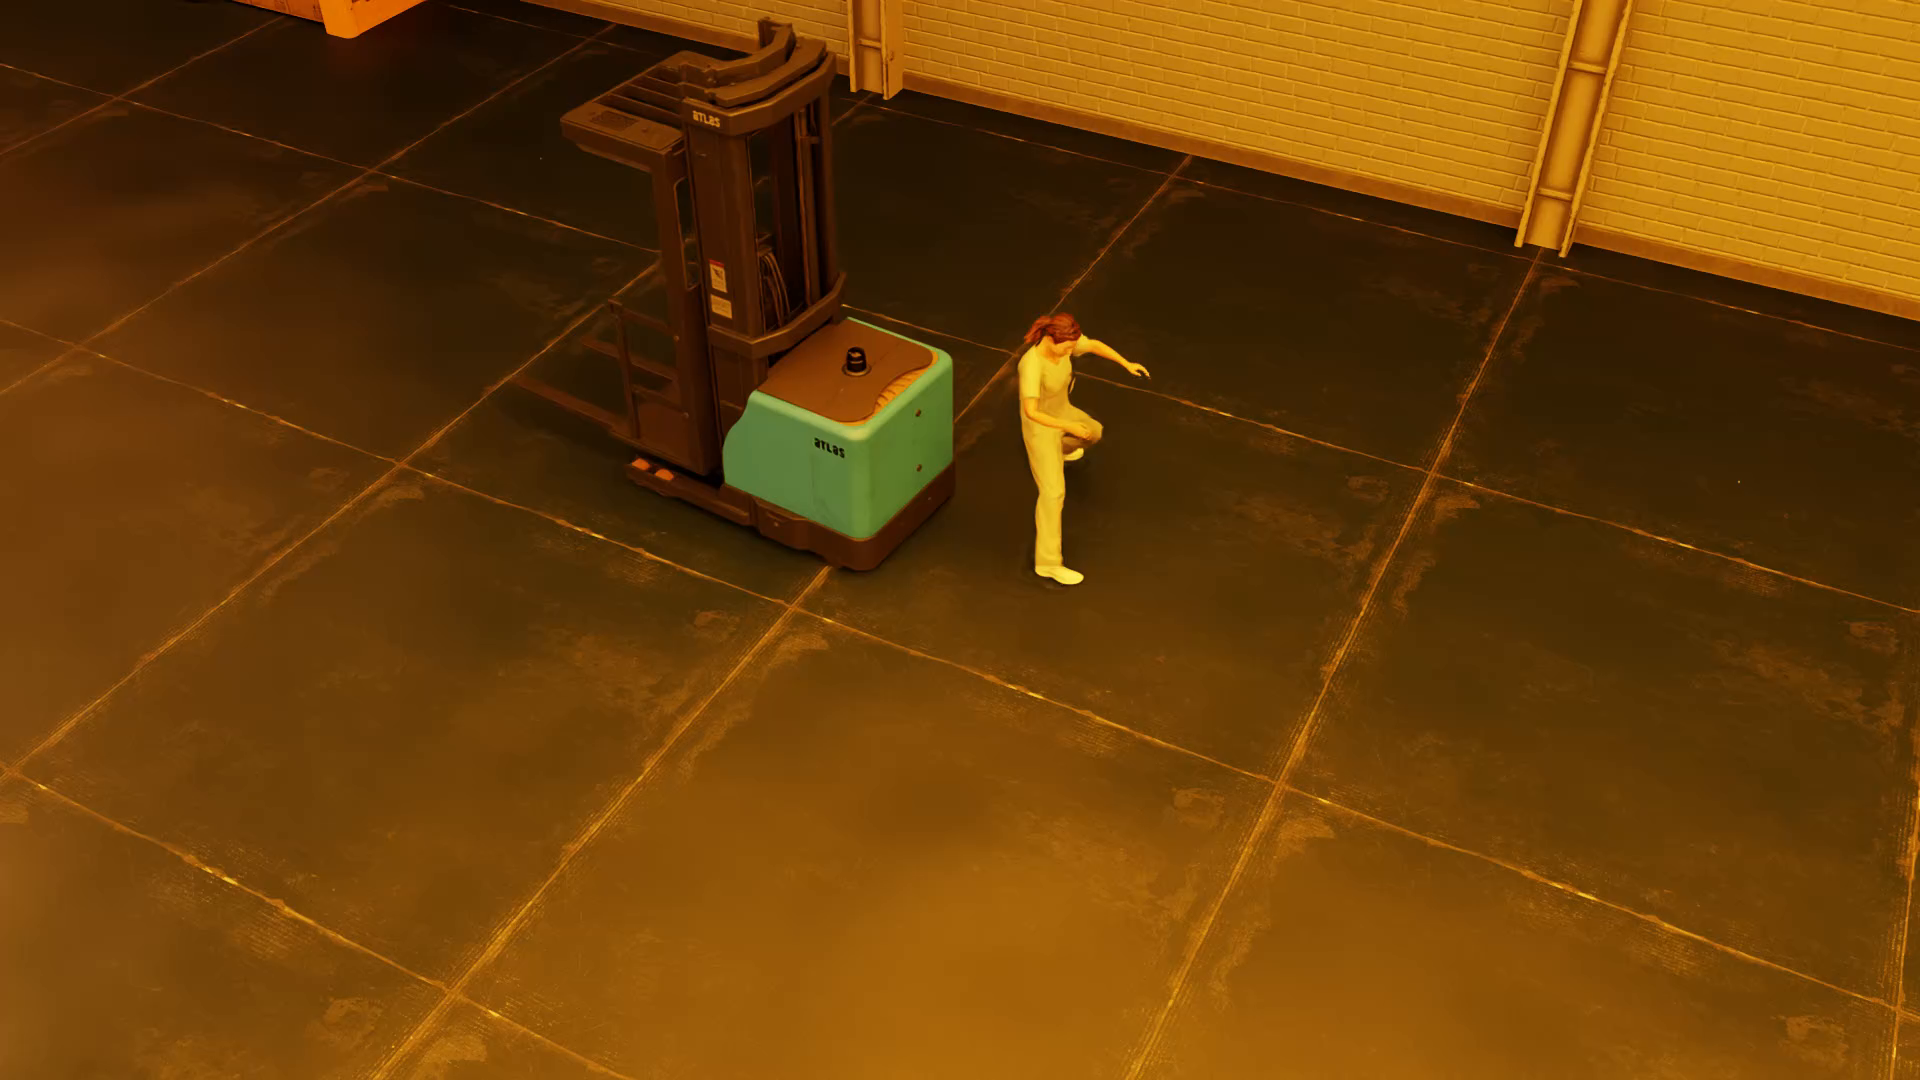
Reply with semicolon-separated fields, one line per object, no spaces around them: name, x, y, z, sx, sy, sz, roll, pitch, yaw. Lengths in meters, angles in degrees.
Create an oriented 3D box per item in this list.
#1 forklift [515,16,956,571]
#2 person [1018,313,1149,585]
forklift;-1.543;-1.666;9.965;3.031;2.935;1.130;23;45;24
person;0.672;-0.717;9.971;0.829;1.475;1.216;23;45;25
